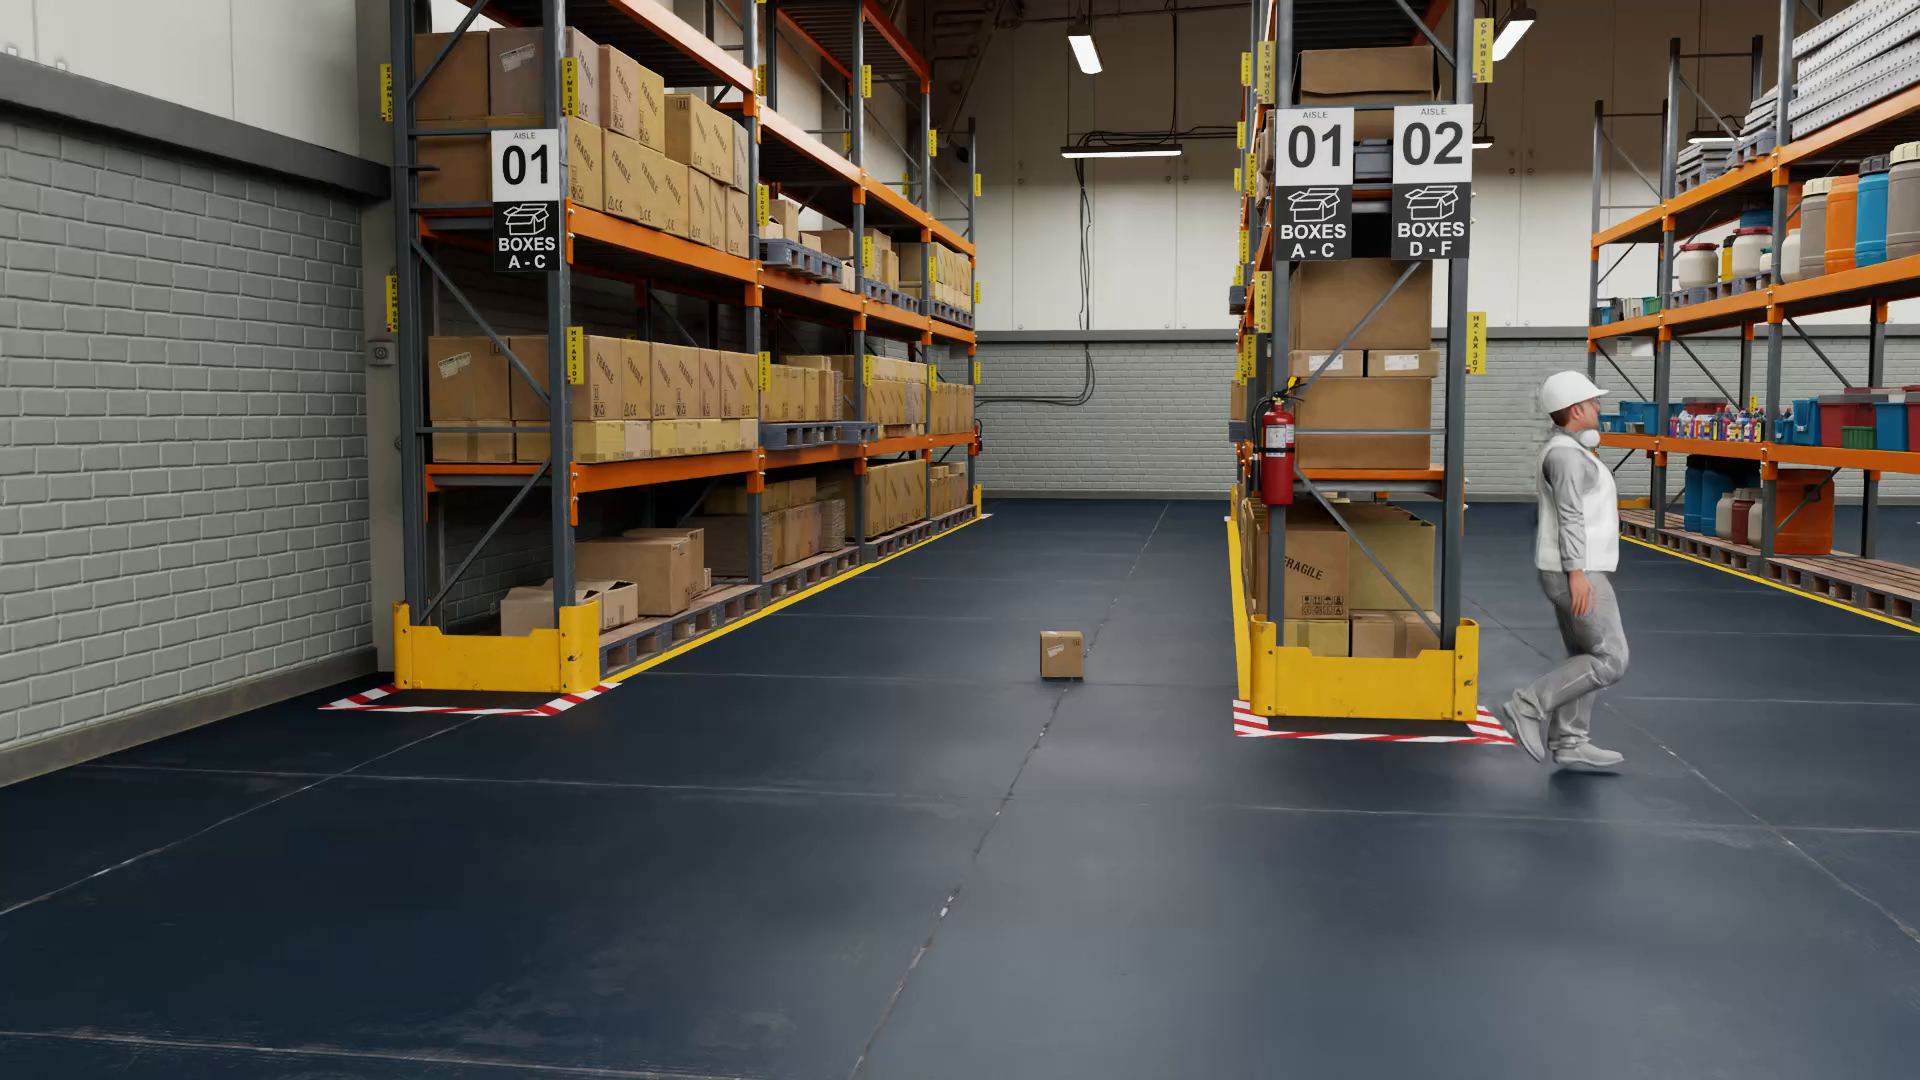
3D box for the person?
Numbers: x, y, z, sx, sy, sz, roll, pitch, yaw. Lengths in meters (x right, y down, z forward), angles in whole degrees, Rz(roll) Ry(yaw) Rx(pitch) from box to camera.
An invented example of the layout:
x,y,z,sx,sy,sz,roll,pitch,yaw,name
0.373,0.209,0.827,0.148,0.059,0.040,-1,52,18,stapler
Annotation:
x,y,z,sx,sy,sz,roll,pitch,yaw,name
2.708,0.133,7.415,0.526,1.764,0.536,1,5,18,person
